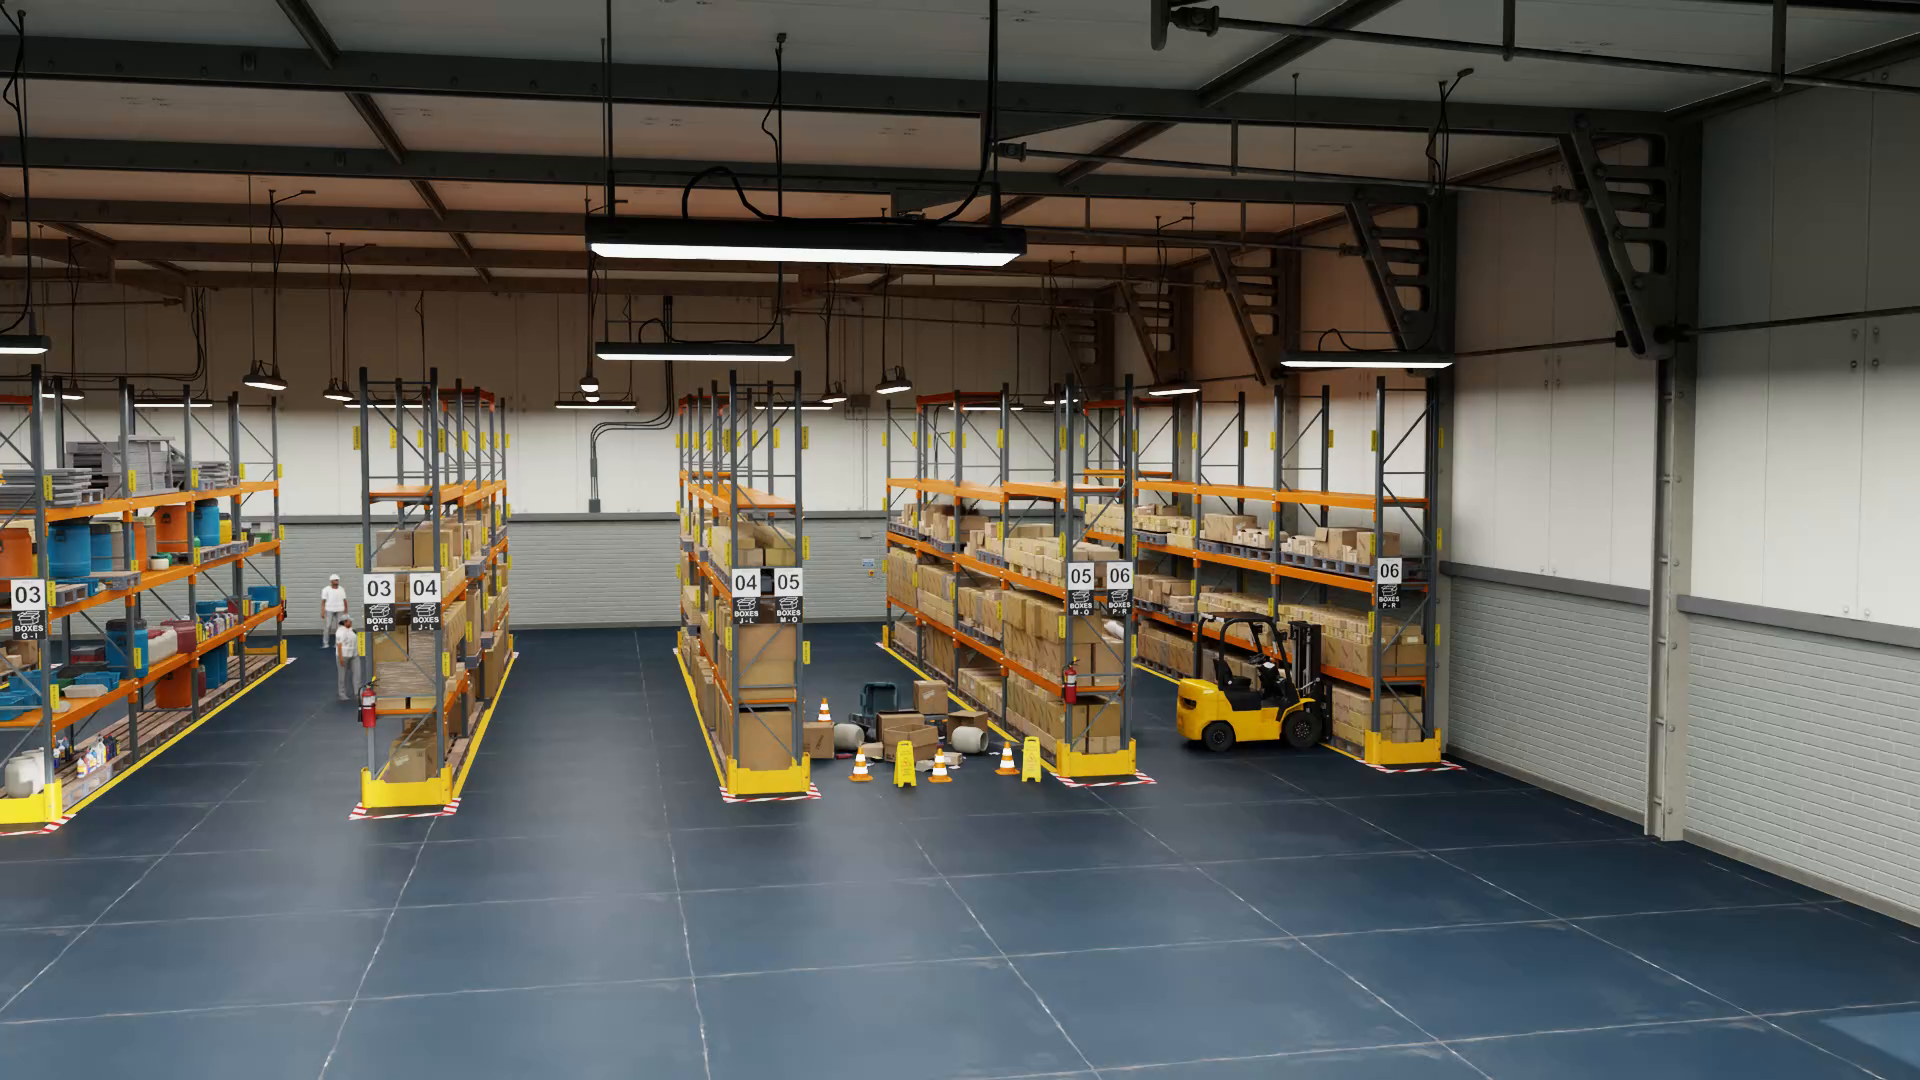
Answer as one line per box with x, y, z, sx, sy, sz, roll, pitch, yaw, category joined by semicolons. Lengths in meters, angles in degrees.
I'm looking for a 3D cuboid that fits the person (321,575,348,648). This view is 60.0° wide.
-15.184;1.725;40.377;0.620;1.766;0.459;-2;4;-25;person

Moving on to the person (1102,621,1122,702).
2.668;2.324;29.827;0.550;1.760;0.493;-1;3;-9;person

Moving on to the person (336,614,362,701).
-11.763;2.272;32.096;0.565;1.655;0.507;2;4;35;person
